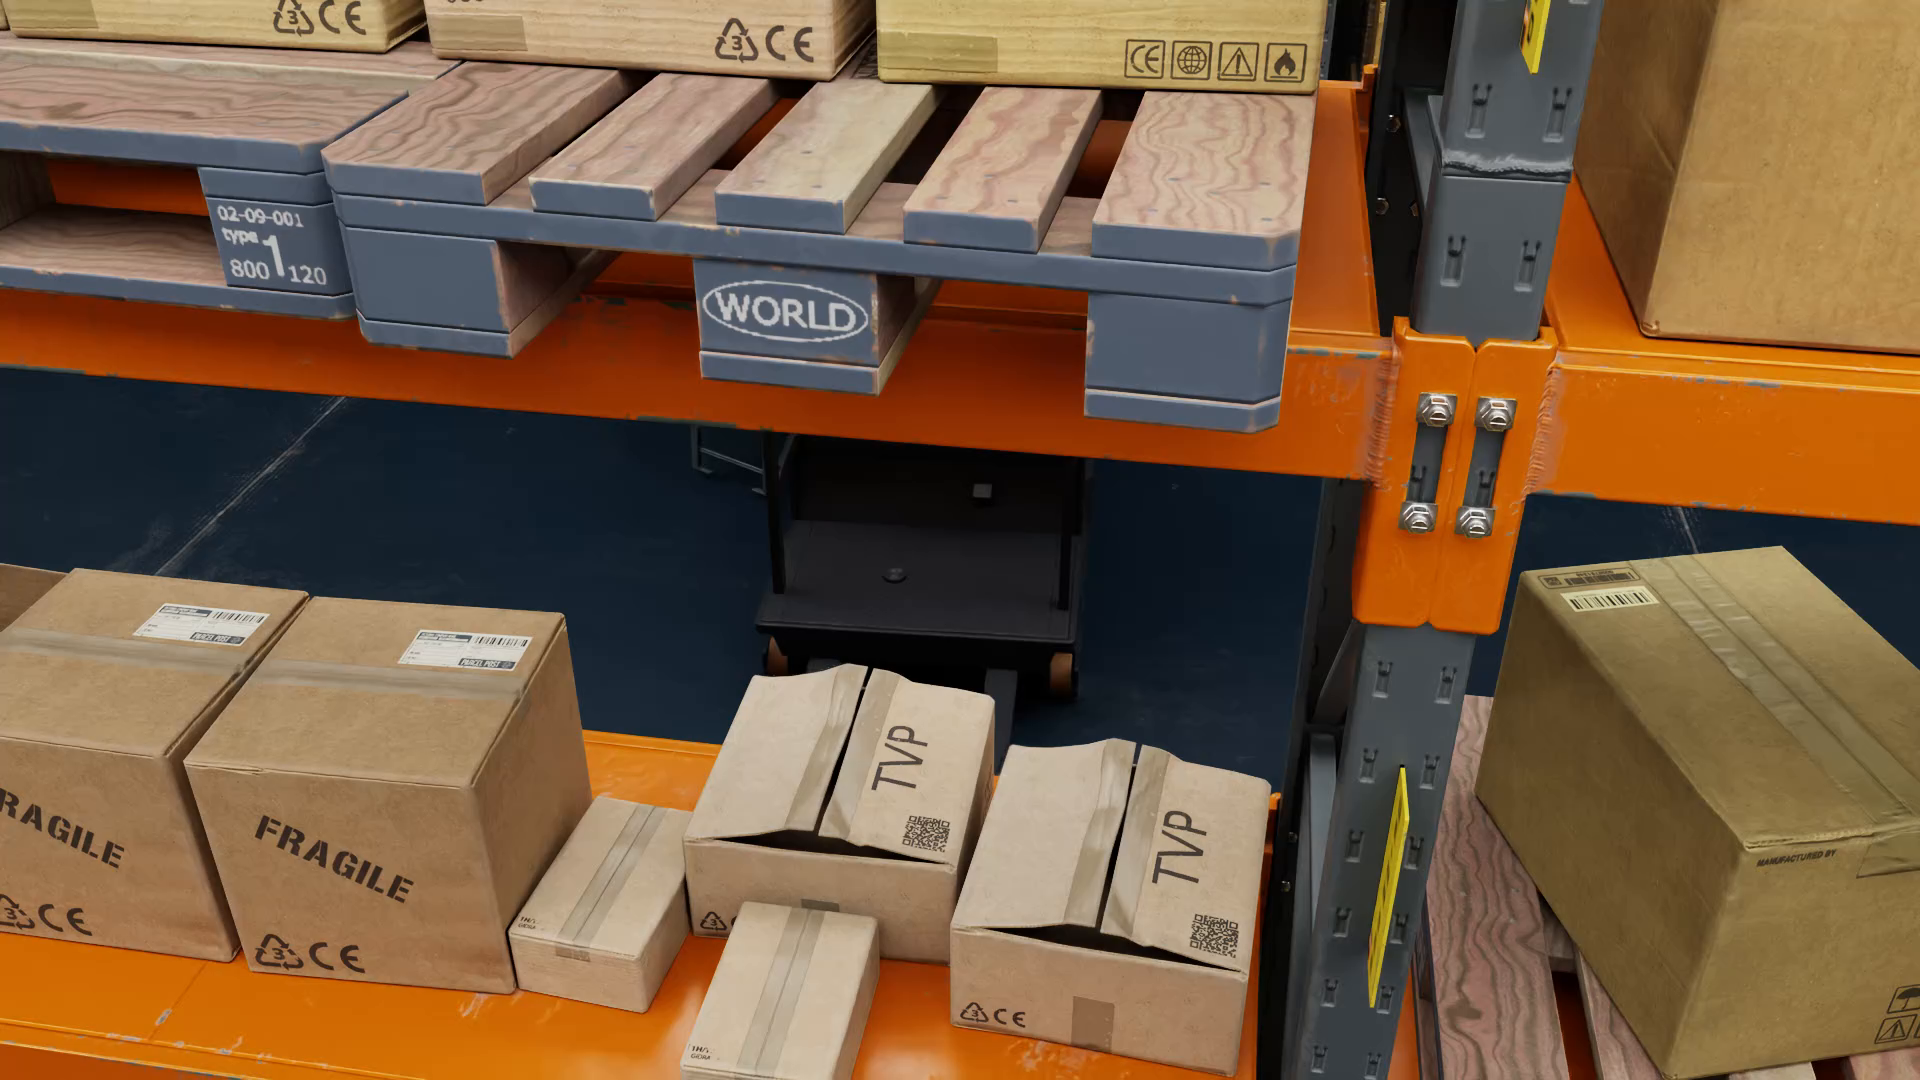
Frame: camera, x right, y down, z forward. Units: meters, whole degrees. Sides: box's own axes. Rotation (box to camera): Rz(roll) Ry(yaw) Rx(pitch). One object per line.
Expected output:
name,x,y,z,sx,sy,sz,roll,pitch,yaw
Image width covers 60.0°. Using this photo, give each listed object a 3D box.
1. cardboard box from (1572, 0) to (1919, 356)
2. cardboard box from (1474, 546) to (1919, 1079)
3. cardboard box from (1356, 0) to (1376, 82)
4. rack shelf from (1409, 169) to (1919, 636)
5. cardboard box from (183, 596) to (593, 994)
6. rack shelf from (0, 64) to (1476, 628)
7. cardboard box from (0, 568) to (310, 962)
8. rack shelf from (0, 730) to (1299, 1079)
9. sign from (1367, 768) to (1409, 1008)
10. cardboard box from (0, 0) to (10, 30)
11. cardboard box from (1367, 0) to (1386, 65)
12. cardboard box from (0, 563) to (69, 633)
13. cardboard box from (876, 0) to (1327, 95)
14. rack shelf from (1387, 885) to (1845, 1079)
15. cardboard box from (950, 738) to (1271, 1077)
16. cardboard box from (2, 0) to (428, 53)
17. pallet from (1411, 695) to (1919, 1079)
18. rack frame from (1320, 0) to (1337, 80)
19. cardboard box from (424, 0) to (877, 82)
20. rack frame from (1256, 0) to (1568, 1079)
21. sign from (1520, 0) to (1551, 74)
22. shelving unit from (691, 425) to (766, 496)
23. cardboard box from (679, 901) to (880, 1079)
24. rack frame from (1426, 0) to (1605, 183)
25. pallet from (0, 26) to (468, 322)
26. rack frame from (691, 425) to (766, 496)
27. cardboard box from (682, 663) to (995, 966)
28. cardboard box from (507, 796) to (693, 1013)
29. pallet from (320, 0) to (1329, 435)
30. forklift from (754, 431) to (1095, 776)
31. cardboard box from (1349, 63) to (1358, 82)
cardboard box,1.070,-0.646,2.034,0.500,0.500,0.910,5,32,8
cardboard box,1.274,0.423,2.757,0.500,0.500,0.700,-5,32,-8
cardboard box,1.974,-2.217,7.072,0.500,0.500,0.500,5,32,9
rack shelf,2.605,-0.142,2.000,4.000,0.370,1.077,5,32,8
cardboard box,-1.023,0.463,3.089,0.500,0.500,0.500,3,32,6
rack shelf,-1.338,-0.499,2.570,4.000,0.370,1.077,5,32,8
cardboard box,-1.542,0.416,3.164,0.500,0.500,0.500,5,32,8
rack shelf,-1.338,0.773,3.366,4.000,0.370,1.077,5,32,8
sign,0.544,0.446,2.119,0.005,0.325,0.100,5,32,8
cardboard box,-1.435,-0.894,2.269,0.500,0.250,0.500,3,32,4
cardboard box,1.899,-1.944,6.636,0.500,0.500,0.500,6,33,10
cardboard box,-2.035,0.371,3.236,0.500,0.500,0.500,7,33,12
cardboard box,0.177,-0.751,2.040,0.500,0.250,0.500,3,32,5
rack shelf,2.605,1.130,2.796,4.000,0.370,1.077,5,32,8
cardboard box,0.283,0.629,3.002,0.500,0.311,0.500,7,33,11
cardboard box,-0.905,-0.845,2.191,0.500,0.250,0.500,5,32,7
pallet,1.314,0.752,2.903,1.003,0.211,1.213,5,32,8
rack frame,1.464,-1.945,7.030,0.127,3.000,1.000,5,32,8
cardboard box,-0.343,-0.788,2.100,0.500,0.250,0.500,6,33,10
rack frame,0.634,0.646,2.890,0.127,3.000,1.000,5,32,8
sign,0.533,-0.588,1.474,0.005,0.325,0.100,5,32,8
shelving unit,-0.738,-1.038,6.912,0.431,1.500,0.755,20,36,22
cardboard box,-0.299,0.817,2.854,0.250,0.149,0.380,5,32,8
rack frame,0.634,-1.897,1.298,0.127,3.000,1.000,5,32,8
pallet,-1.153,-0.657,2.323,1.213,0.211,1.003,7,33,10
rack frame,-0.919,-0.873,6.640,0.400,1.500,0.023,20,36,22
cardboard box,-0.215,0.503,3.203,0.500,0.311,0.500,5,32,8
cardboard box,-0.633,0.669,3.092,0.250,0.149,0.380,8,33,12
pallet,-0.050,-0.559,2.166,1.003,0.211,1.213,7,33,10
forklift,-0.110,-0.877,5.388,1.130,2.935,3.031,3,32,5
cardboard box,1.828,-1.952,7.259,0.250,0.149,0.380,6,32,9
